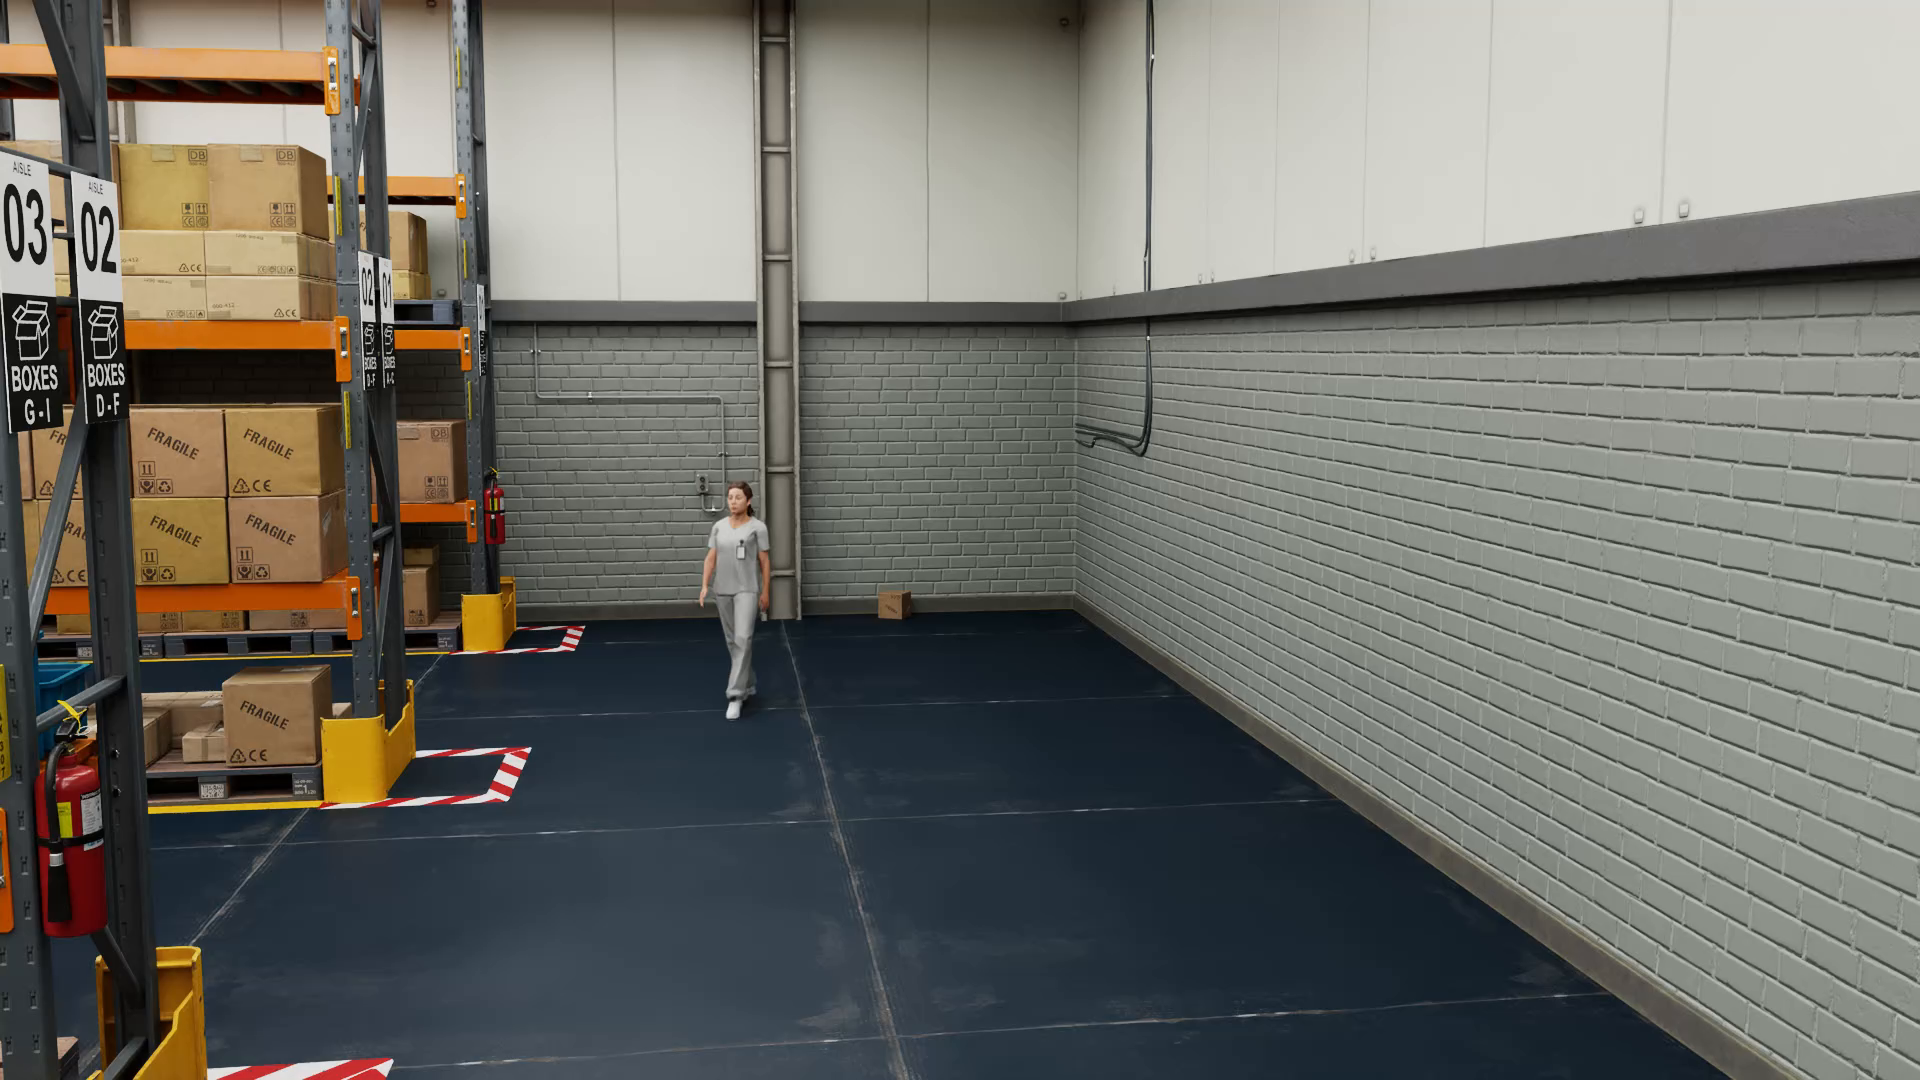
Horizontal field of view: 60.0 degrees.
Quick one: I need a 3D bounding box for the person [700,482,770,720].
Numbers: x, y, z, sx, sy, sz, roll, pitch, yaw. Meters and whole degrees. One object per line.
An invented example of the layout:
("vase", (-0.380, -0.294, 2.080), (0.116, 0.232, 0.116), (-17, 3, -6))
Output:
("person", (-1.677, 0.411, 12.160), (0.460, 1.659, 0.811), (2, 7, 17))
